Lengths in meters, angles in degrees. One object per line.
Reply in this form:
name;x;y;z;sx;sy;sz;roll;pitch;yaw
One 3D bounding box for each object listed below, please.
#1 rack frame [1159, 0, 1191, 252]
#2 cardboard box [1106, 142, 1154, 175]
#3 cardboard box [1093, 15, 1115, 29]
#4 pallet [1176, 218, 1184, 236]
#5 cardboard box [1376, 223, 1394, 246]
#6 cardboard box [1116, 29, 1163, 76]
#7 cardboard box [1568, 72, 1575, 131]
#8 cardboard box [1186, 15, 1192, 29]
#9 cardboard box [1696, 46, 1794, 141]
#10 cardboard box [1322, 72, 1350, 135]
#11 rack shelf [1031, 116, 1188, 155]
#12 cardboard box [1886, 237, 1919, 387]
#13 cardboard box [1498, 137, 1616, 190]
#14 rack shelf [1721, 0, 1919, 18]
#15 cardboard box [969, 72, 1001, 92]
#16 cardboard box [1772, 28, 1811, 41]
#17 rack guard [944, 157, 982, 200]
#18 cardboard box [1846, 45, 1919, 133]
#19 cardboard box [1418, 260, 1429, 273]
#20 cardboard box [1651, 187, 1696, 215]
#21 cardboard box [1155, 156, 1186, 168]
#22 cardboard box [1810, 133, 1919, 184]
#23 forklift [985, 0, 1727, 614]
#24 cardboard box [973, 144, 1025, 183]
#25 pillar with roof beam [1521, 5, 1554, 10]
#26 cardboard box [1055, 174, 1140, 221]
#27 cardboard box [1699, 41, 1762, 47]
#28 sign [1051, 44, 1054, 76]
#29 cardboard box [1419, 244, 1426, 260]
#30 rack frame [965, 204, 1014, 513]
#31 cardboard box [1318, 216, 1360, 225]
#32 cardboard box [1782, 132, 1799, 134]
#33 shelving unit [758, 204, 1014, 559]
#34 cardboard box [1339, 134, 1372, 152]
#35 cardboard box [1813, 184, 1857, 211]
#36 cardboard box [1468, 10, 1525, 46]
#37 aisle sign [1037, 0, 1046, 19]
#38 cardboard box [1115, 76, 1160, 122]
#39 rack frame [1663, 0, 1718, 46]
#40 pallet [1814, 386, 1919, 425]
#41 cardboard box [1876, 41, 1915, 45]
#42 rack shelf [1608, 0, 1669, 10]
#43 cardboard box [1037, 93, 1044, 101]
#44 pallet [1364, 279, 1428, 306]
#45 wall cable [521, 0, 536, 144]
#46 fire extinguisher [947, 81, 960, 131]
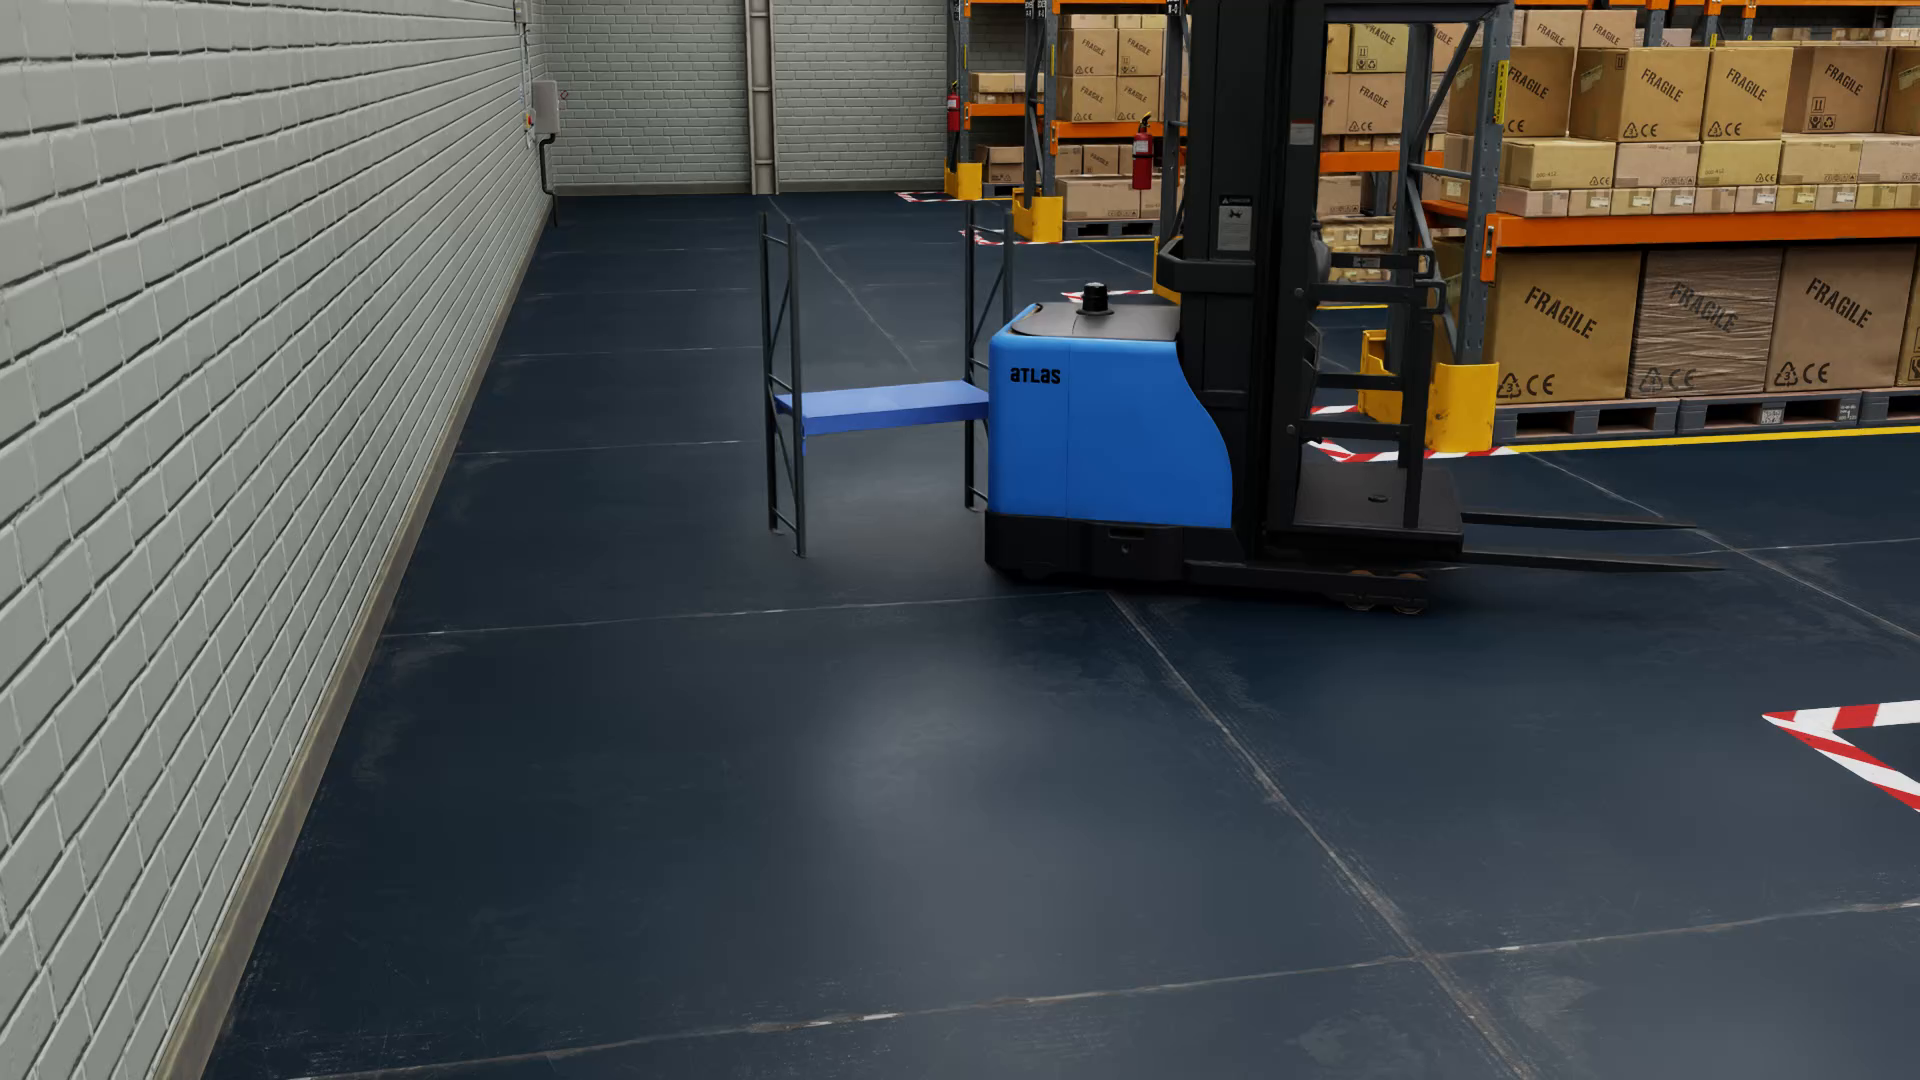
rack frame;1.949;-3.537;14.218;0.127;3.000;1.000;-3;17;-10
cardboard box;2.450;-5.496;24.138;0.500;0.500;0.700;-4;18;-13
cardboard box;1.555;-5.769;18.508;0.250;0.149;0.380;-3;17;-9
pallet;2.876;-3.759;19.691;1.213;0.211;1.003;-3;17;-10
cardboard box;3.816;-2.669;14.521;0.250;0.149;0.380;-3;17;-10
cardboard box;1.942;-5.459;18.604;0.500;0.500;0.500;-4;17;-12
cardboard box;5.455;-3.841;14.532;0.500;0.500;0.500;-3;17;-10
cardboard box;2.588;-5.802;18.615;0.250;0.149;0.380;-3;17;-10
cardboard box;4.312;-2.538;9.437;0.500;0.500;0.500;-4;17;-12
cardboard box;2.963;-3.709;14.103;0.500;0.500;0.500;-3;17;-10
rack shelf;2.874;-4.726;19.314;4.000;0.370;1.077;-3;17;-10
cardboard box;6.055;-1.496;10.476;0.875;0.875;0.875;-3;17;-10
cardboard box;3.313;-2.121;9.356;0.500;0.250;0.500;-4;17;-12
rack shelf;13.711;-8.259;25.708;4.000;0.370;1.077;-3;17;-10
cardboard box;0.367;-6.561;23.815;0.500;0.250;0.500;-3;17;-9
cardboard box;10.318;-6.277;20.643;0.250;0.149;0.380;-4;18;-13
rack guard;0.040;-5.198;23.884;0.348;0.500;1.175;-3;17;-10
cardboard box;5.714;-2.775;10.209;0.500;0.500;0.500;-3;17;-10
cardboard box;4.040;-2.402;14.663;0.250;0.149;0.380;-3;17;-10
cardboard box;3.960;-1.950;9.479;0.250;0.149;0.380;-4;17;-11
cardboard box;3.199;-5.558;24.664;0.500;0.311;0.500;-3;17;-8
cardboard box;5.325;-2.236;9.733;0.500;0.250;0.500;-3;17;-9
forklift;1.680;-1.268;6.948;3.031;2.935;1.130;4;17;12
cardboard box;0.584;-5.403;23.831;0.637;0.503;0.797;-4;18;-13
pillar with roof beam;9.746;-8.794;21.115;0.400;9.000;9.100;-3;17;-10
cardboard box;1.540;-4.000;19.374;0.875;0.438;0.875;-4;17;-12
cardboard box;9.251;-5.753;20.041;0.500;0.500;0.500;-4;17;-12
sign;1.010;-5.250;18.185;0.005;0.325;0.100;-3;17;-10
cardboard box;4.056;-2.575;14.719;0.250;0.149;0.380;-2;17;-8
rack frame;0.133;-0.816;7.913;0.032;1.500;0.500;-7;18;-21
cardboard box;3.428;-2.837;15.068;0.250;0.149;0.380;-3;17;-8
cardboard box;4.724;-2.362;10.142;0.500;0.250;0.500;-3;17;-10
shelving unit;-0.337;-0.759;7.728;1.048;1.500;0.538;-7;18;-21
cardboard box;3.345;-3.428;14.291;0.250;0.149;0.380;-3;17;-11
cardboard box;4.969;-2.007;9.665;0.250;0.149;0.380;-3;17;-10
cardboard box;4.454;-4.269;14.221;0.500;0.500;0.500;-3;17;-9
aisle sign;0.895;-6.113;18.179;0.004;0.787;0.394;-3;17;-10
cardboard box;1.928;-4.986;18.766;0.500;0.500;0.500;-3;17;-11
rack frame;8.765;-5.404;20.296;0.127;3.000;1.000;-3;17;-10
pallet;5.956;-0.971;10.615;1.213;0.211;1.003;-3;17;-10
cardboard box;11.288;-5.870;20.424;0.500;0.500;0.500;-3;17;-9
rack shelf;7.840;-4.961;14.971;4.000;0.370;1.077;-3;17;-10
cardboard box;1.092;-6.257;23.501;0.250;0.149;0.380;-3;17;-9
pallet;4.023;-2.310;14.973;1.213;0.211;1.003;-3;17;-10
wall cable;-4.902;-5.531;18.981;0.122;1.984;0.588;-3;17;-10
fire extinguisher;-0.091;-6.032;23.109;0.183;0.674;0.296;-3;17;-10
